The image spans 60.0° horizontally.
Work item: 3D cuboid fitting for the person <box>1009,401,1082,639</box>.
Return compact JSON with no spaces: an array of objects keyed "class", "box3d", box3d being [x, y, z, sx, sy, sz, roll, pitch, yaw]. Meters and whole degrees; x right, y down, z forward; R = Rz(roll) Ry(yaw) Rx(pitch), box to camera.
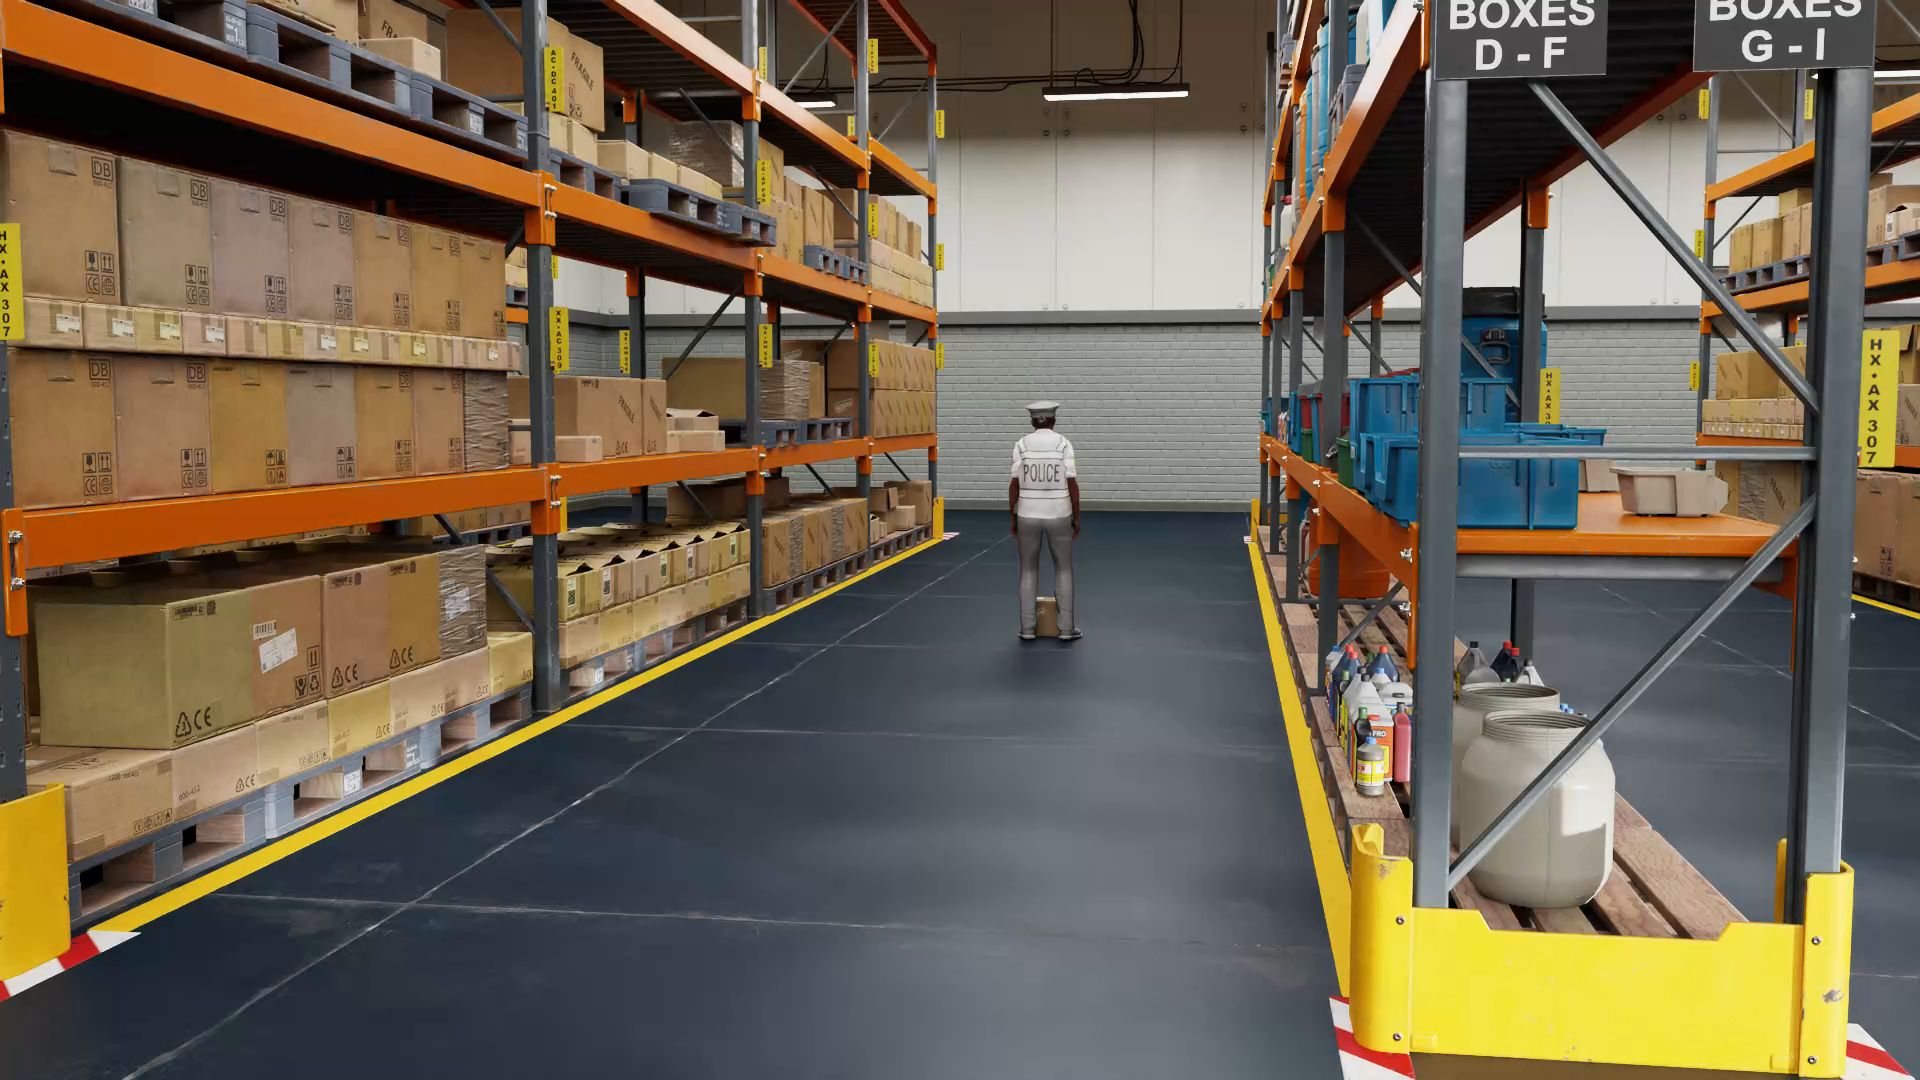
[{"class":"person","box3d":[0.596,-0.136,11.596,0.506,1.660,0.393,1,5,9]}]
